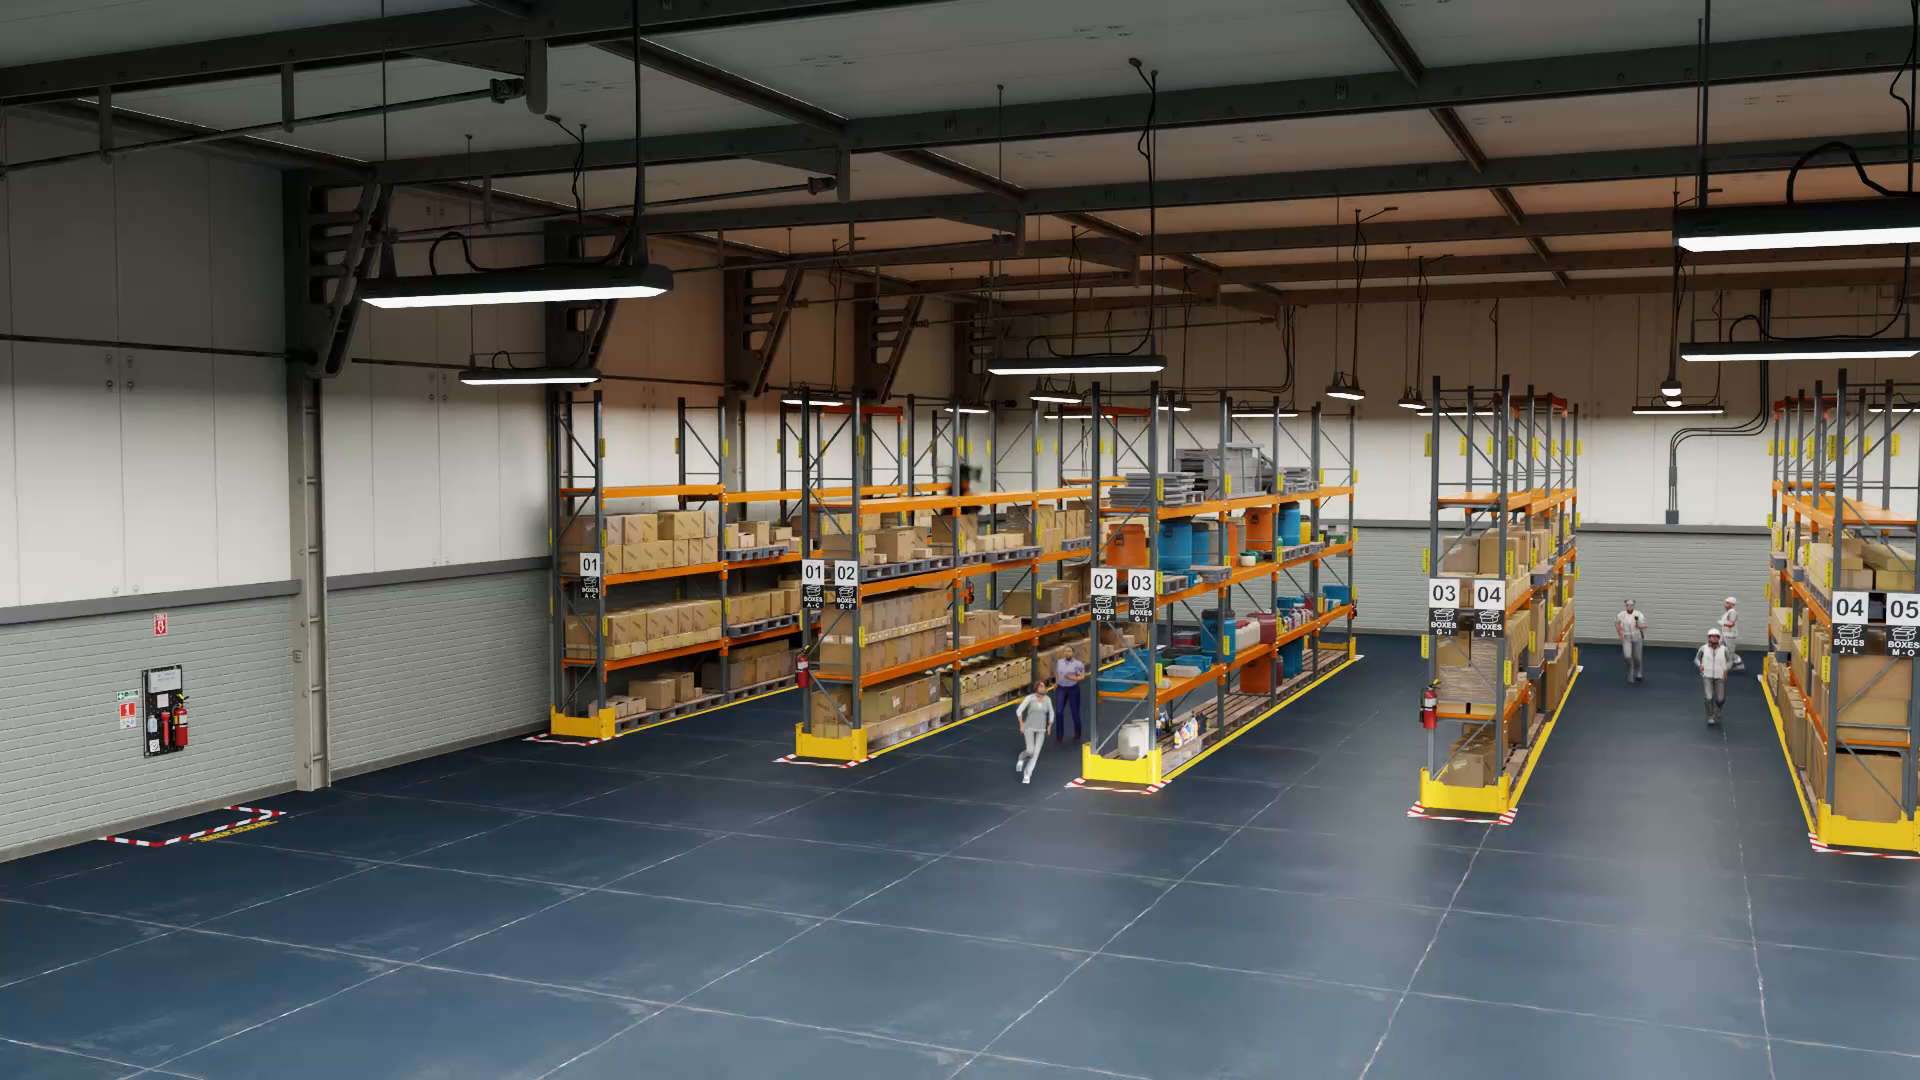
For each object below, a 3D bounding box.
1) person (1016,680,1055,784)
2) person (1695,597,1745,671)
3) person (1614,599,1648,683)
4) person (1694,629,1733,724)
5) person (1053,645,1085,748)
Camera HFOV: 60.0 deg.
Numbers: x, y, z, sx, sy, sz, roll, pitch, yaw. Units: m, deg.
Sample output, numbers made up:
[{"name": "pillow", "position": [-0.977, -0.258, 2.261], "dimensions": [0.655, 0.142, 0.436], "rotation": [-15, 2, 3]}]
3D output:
[{"name": "person", "position": [1.150, 2.860, 24.977], "dimensions": [0.575, 1.522, 0.528], "rotation": [-1, 3, -12]}, {"name": "person", "position": [17.000, 2.110, 36.960], "dimensions": [1.048, 1.688, 0.683], "rotation": [0, 3, 1]}, {"name": "person", "position": [14.382, 2.174, 35.663], "dimensions": [0.658, 1.850, 0.762], "rotation": [1, 3, 21]}, {"name": "person", "position": [13.672, 2.472, 30.182], "dimensions": [0.656, 1.722, 0.606], "rotation": [1, 3, 23]}, {"name": "person", "position": [1.840, 2.621, 28.093], "dimensions": [0.582, 1.708, 0.758], "rotation": [1, 3, 17]}]
